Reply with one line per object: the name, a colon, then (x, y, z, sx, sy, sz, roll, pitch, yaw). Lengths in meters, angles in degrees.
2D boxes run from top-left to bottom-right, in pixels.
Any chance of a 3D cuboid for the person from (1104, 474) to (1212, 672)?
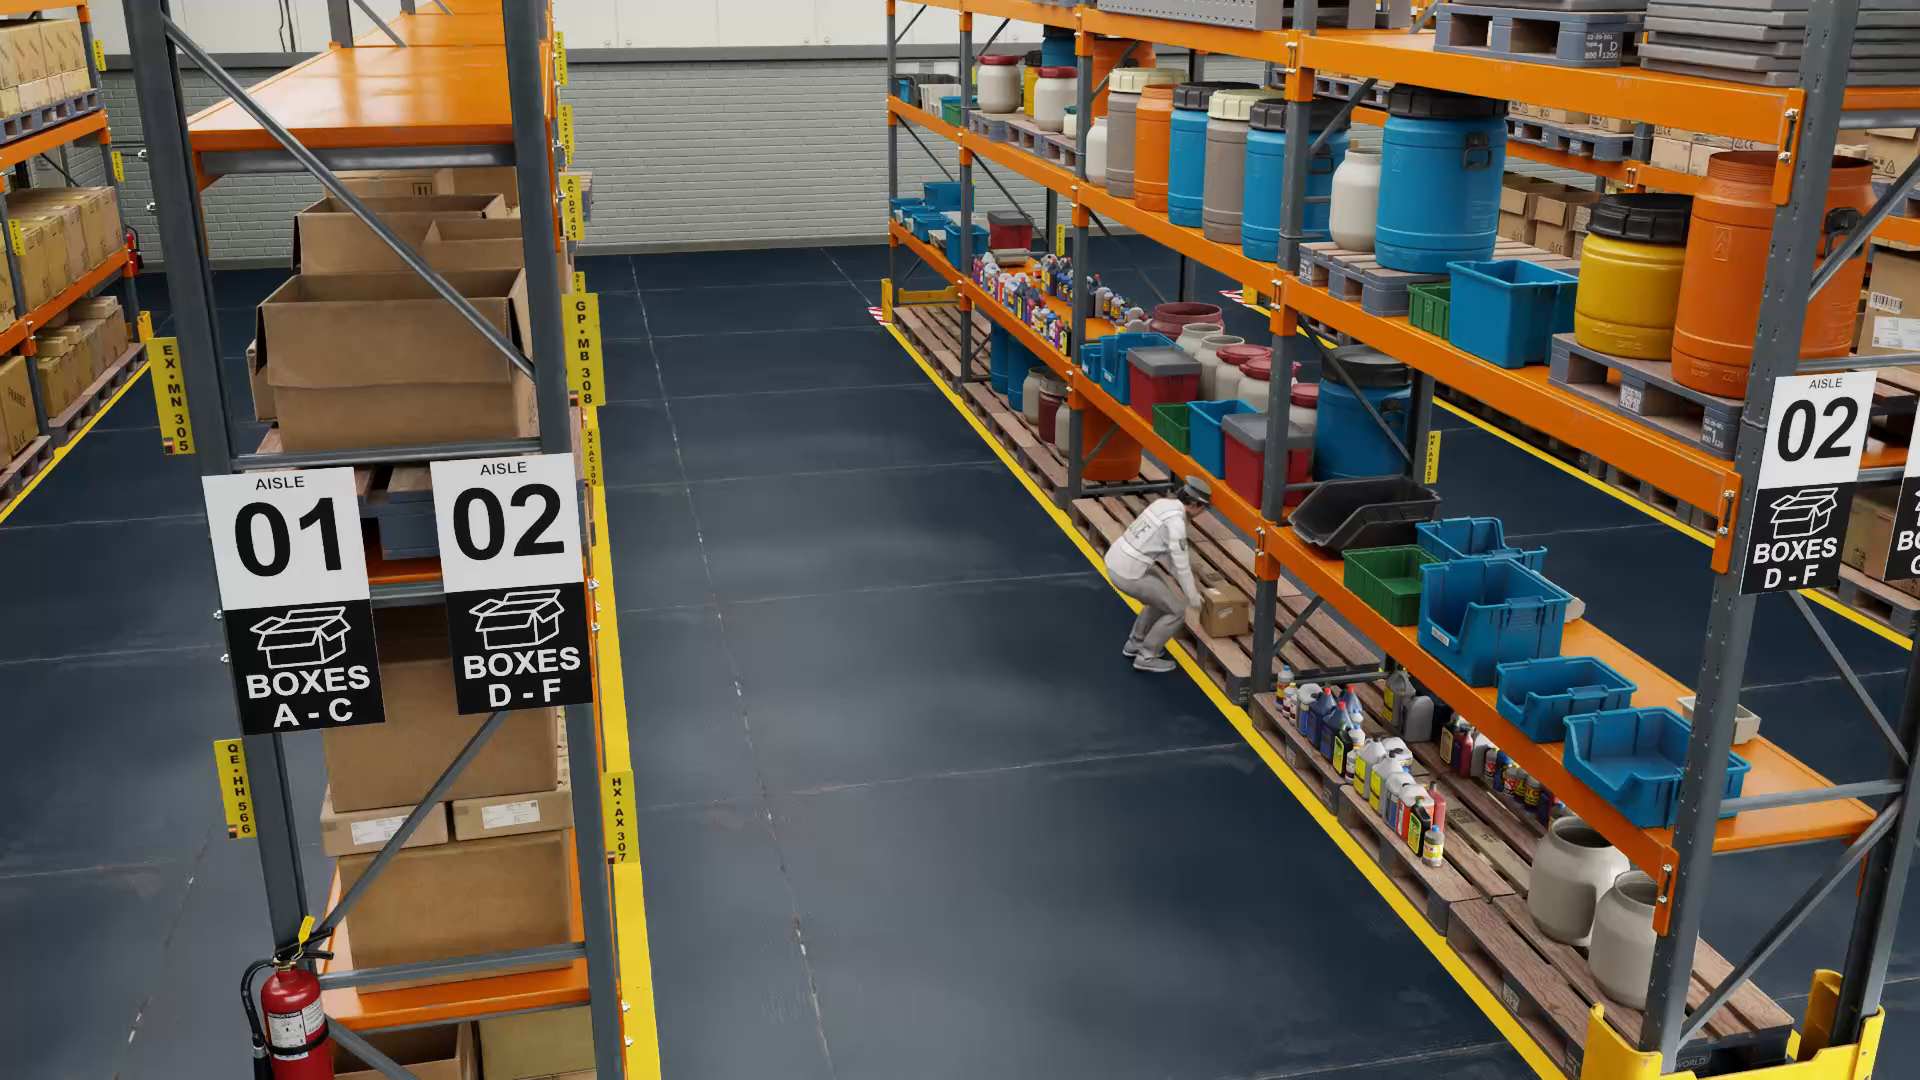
person: (1.329, 0.209, 11.054, 0.749, 1.290, 0.534, -1, 20, -4)
